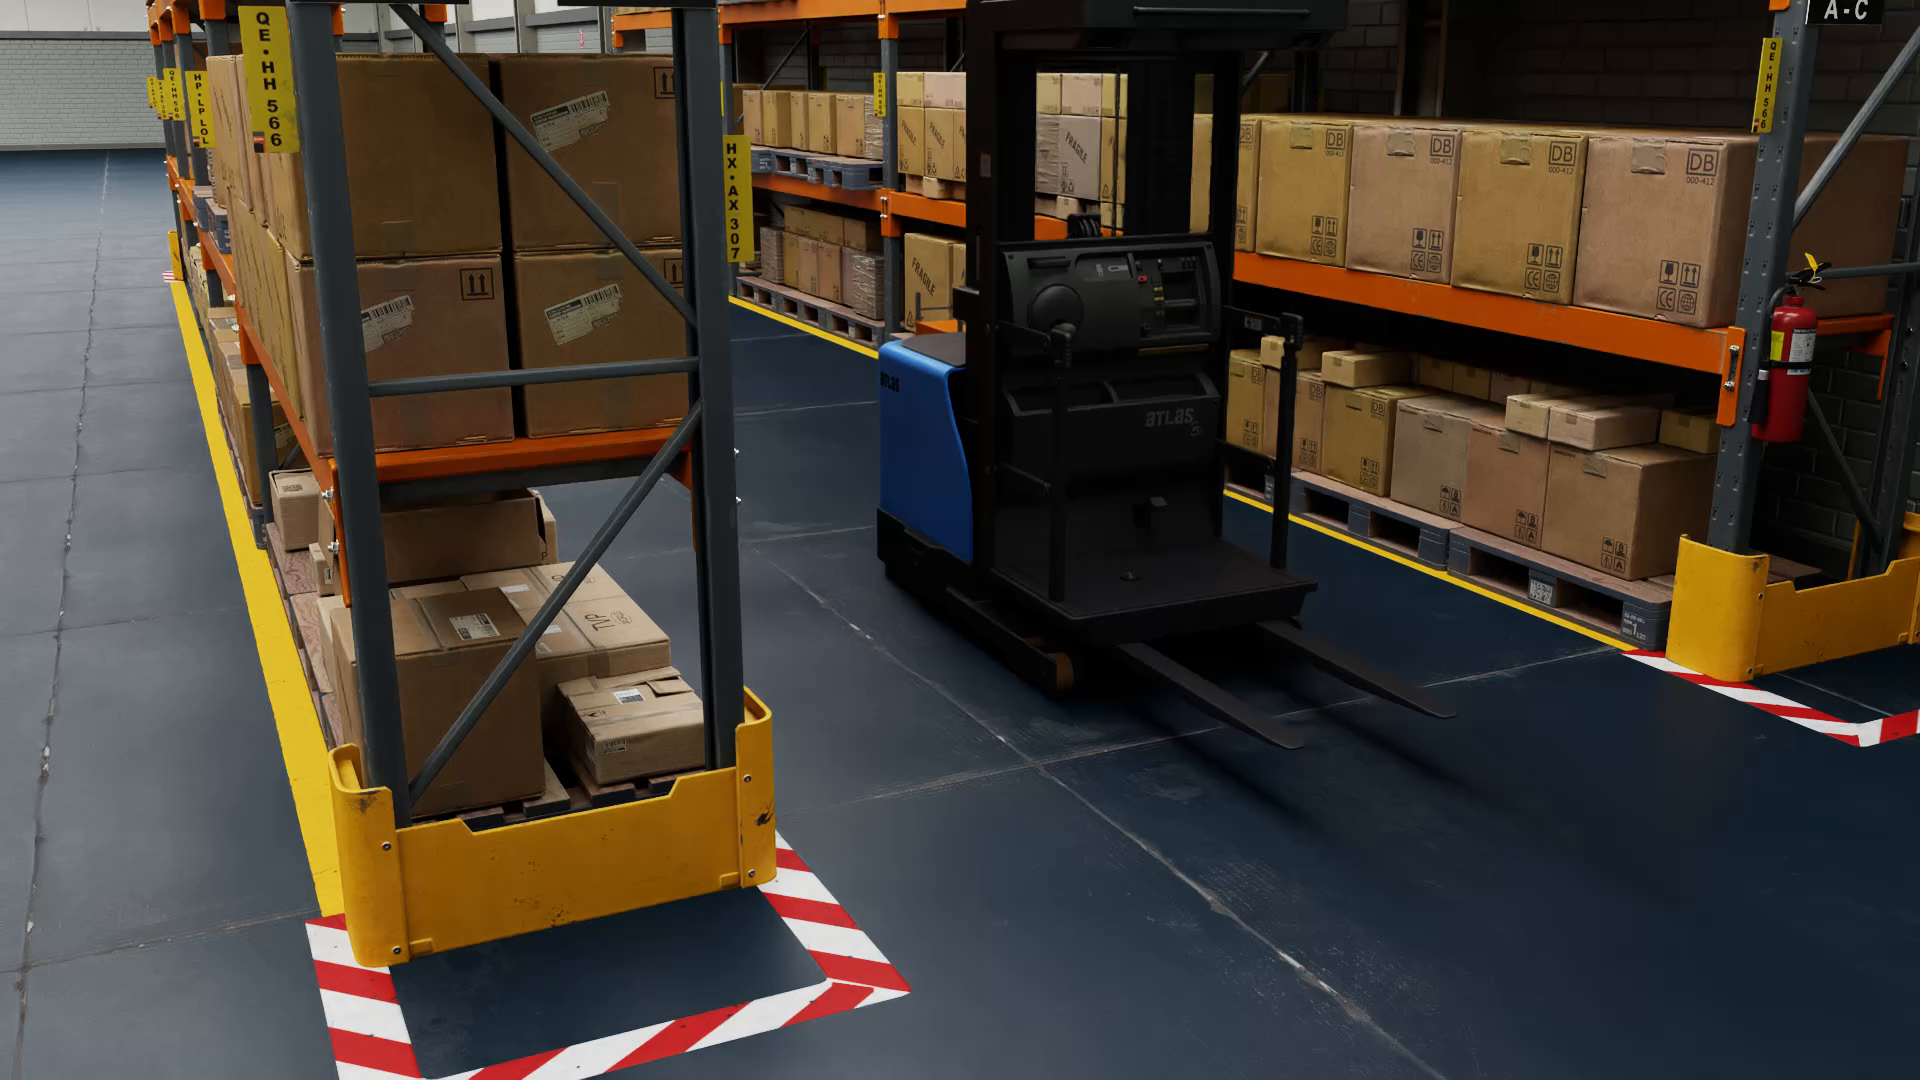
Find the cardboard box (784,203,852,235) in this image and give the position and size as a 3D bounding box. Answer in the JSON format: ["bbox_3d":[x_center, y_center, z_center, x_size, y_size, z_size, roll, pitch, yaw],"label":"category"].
[{"bbox_3d":[-1.352,-3.067,15.874,0.500,0.250,0.500,-8,18,-26],"label":"cardboard box"}]

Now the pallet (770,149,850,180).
[{"bbox_3d":[-1.037,-3.387,14.964,1.003,0.211,1.213,-8,18,-25],"label":"pallet"}]

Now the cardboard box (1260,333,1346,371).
[{"bbox_3d":[1.841,-1.009,8.924,0.380,0.149,0.250,-7,17,-23],"label":"cardboard box"}]

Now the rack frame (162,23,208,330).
[{"bbox_3d":[-6.337,-3.386,14.612,1.000,3.000,0.127,-8,18,-25],"label":"rack frame"}]

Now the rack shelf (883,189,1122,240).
[{"bbox_3d":[0.743,-2.152,11.616,1.077,0.370,4.000,-8,18,-25],"label":"rack shelf"}]

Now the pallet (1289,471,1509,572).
[{"bbox_3d":[2.421,-0.161,8.428,1.003,0.211,1.213,-8,18,-25],"label":"pallet"}]

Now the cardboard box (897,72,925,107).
[{"bbox_3d":[-0.153,-3.404,12.558,0.500,0.250,0.500,-7,18,-24],"label":"cardboard box"}]

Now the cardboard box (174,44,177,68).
[{"bbox_3d":[-7.196,-4.540,16.101,0.700,0.500,0.500,-8,18,-25],"label":"cardboard box"}]

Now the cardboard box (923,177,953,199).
[{"bbox_3d":[-0.054,-2.633,12.408,0.380,0.149,0.250,-7,17,-23],"label":"cardboard box"}]

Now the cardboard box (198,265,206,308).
[{"bbox_3d":[-5.705,-2.022,13.066,0.500,0.311,0.500,-7,17,-23],"label":"cardboard box"}]

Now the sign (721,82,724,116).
[{"bbox_3d":[-2.370,-4.334,16.346,0.100,0.325,0.005,-8,18,-25],"label":"sign"}]

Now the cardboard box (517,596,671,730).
[{"bbox_3d":[-1.282,0.407,5.583,0.500,0.250,0.500,-8,18,-25],"label":"cardboard box"}]

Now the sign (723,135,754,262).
[{"bbox_3d":[-0.592,-0.892,4.352,0.100,0.325,0.005,-8,18,-25],"label":"sign"}]

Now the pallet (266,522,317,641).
[{"bbox_3d":[-2.532,0.109,7.490,1.003,0.211,1.213,-8,18,-25],"label":"pallet"}]

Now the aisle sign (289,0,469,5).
[{"bbox_3d":[-1.325,-1.606,3.697,0.394,0.787,0.004,-8,18,-25],"label":"aisle sign"}]

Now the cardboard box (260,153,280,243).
[{"bbox_3d":[-1.744,-1.141,4.796,0.500,0.500,0.500,-7,17,-23],"label":"cardboard box"}]

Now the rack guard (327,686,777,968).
[{"bbox_3d":[-1.113,0.772,4.654,1.175,0.500,0.348,-8,18,-25],"label":"rack guard"}]

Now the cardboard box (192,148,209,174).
[{"bbox_3d":[-6.537,-3.543,14.979,0.700,0.500,0.500,-8,18,-26],"label":"cardboard box"}]

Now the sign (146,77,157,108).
[{"bbox_3d":[-8.591,-4.766,17.709,0.100,0.325,0.005,-8,18,-25],"label":"sign"}]

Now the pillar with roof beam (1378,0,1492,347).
[{"bbox_3d":[-1.166,-4.296,6.908,9.100,9.000,0.400,-8,18,-25],"label":"pillar with roof beam"}]

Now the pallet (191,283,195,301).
[{"bbox_3d":[-7.186,-2.551,16.757,1.003,0.211,1.213,-8,18,-25],"label":"pallet"}]

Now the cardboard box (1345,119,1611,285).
[{"bbox_3d":[2.485,-1.649,8.014,0.980,0.700,0.700,-9,18,-28],"label":"cardboard box"}]

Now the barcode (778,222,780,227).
[{"bbox_3d":[-1.906,-3.312,17.509,0.001,0.075,0.075,-8,18,-25],"label":"barcode"}]

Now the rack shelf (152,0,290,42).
[{"bbox_3d":[-5.460,-3.986,12.569,1.077,0.370,4.000,-8,18,-25],"label":"rack shelf"}]

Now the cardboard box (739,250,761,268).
[{"bbox_3d":[-2.147,-2.964,17.481,0.380,0.166,0.250,-10,19,-32],"label":"cardboard box"}]

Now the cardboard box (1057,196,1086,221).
[{"bbox_3d":[0.843,-2.128,10.648,0.380,0.149,0.250,-8,18,-25],"label":"cardboard box"}]

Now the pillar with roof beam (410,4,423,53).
[{"bbox_3d":[-16.937,-13.223,38.014,9.100,9.000,0.400,-8,18,-25],"label":"pillar with roof beam"}]

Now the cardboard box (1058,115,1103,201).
[{"bbox_3d":[0.958,-2.412,10.460,0.500,0.500,0.500,-7,18,-24],"label":"cardboard box"}]

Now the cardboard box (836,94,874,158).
[{"bbox_3d":[-0.617,-3.504,14.044,0.700,0.500,0.500,-10,19,-30],"label":"cardboard box"}]

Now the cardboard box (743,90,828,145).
[{"bbox_3d":[-1.693,-4.115,16.172,0.700,0.500,0.500,-8,18,-25],"label":"cardboard box"}]

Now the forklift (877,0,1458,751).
[{"bbox_3d":[0.694,-0.961,6.287,1.130,2.935,3.031,-7,18,-24],"label":"forklift"}]

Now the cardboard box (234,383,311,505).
[{"bbox_3d":[-3.306,-0.500,8.289,0.500,0.500,0.500,-8,18,-25],"label":"cardboard box"}]

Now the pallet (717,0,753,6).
[{"bbox_3d":[-1.711,-5.171,15.735,1.213,0.211,1.003,-8,18,-25],"label":"pallet"}]

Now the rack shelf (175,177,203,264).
[{"bbox_3d":[-5.460,-2.544,12.983,1.077,0.370,4.000,-8,18,-25],"label":"rack shelf"}]

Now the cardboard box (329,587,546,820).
[{"bbox_3d":[-1.539,0.474,4.893,0.500,0.500,0.500,-8,18,-25],"label":"cardboard box"}]

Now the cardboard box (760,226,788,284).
[{"bbox_3d":[-1.548,-2.815,16.356,0.700,0.500,0.500,-7,17,-23],"label":"cardboard box"}]

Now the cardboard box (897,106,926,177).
[{"bbox_3d":[-0.150,-3.043,12.660,0.500,0.500,0.500,-7,17,-23],"label":"cardboard box"}]

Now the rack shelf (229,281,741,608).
[{"bbox_3d":[-1.956,-0.561,6.070,1.077,0.370,4.000,-8,18,-25],"label":"rack shelf"}]

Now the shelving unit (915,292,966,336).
[{"bbox_3d":[-0.002,-0.581,8.102,0.258,1.200,0.503,-7,18,-24],"label":"shelving unit"}]

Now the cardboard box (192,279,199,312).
[{"bbox_3d":[-6.383,-2.136,14.480,0.500,0.250,0.500,-8,18,-26],"label":"cardboard box"}]

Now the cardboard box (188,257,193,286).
[{"bbox_3d":[-7.179,-2.602,16.104,0.500,0.250,0.500,-8,18,-25],"label":"cardboard box"}]

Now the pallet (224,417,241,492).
[{"bbox_3d":[-3.761,-0.562,9.826,1.003,0.211,1.213,-8,18,-25],"label":"pallet"}]

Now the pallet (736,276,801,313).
[{"bbox_3d":[-1.543,-2.452,16.414,1.003,0.211,1.213,-8,18,-25],"label":"pallet"}]

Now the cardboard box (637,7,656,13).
[{"bbox_3d":[-3.282,-6.098,18.407,0.500,0.500,0.500,-7,17,-22],"label":"cardboard box"}]

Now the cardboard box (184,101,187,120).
[{"bbox_3d":[-6.648,-3.787,14.653,0.380,0.149,0.250,-8,18,-25],"label":"cardboard box"}]

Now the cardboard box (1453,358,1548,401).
[{"bbox_3d":[2.653,-0.791,8.163,0.380,0.149,0.250,-7,18,-24],"label":"cardboard box"}]

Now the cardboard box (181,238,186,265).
[{"bbox_3d":[-8.054,-3.098,17.832,0.500,0.250,0.500,-8,18,-25],"label":"cardboard box"}]

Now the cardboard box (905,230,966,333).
[{"bbox_3d":[0.071,-1.964,12.793,0.750,0.750,0.750,-8,18,-26],"label":"cardboard box"}]

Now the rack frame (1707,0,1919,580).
[{"bbox_3d":[3.372,-1.010,6.332,1.000,3.000,0.127,-8,18,-25],"label":"rack frame"}]

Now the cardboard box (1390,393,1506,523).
[{"bbox_3d":[2.535,-0.421,8.049,0.700,0.500,0.500,-8,18,-27],"label":"cardboard box"}]

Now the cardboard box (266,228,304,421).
[{"bbox_3d":[-1.751,-0.665,4.948,0.500,0.500,0.500,-7,18,-24],"label":"cardboard box"}]

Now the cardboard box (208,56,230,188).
[{"bbox_3d":[-2.652,-1.652,6.576,0.500,0.500,0.500,-8,18,-27],"label":"cardboard box"}]

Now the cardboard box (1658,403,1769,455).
[{"bbox_3d":[3.210,-0.477,7.069,0.380,0.149,0.250,-8,18,-25],"label":"cardboard box"}]

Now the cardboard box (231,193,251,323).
[{"bbox_3d":[-2.626,-1.165,6.689,0.500,0.500,0.500,-7,18,-24],"label":"cardboard box"}]

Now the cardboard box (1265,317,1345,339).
[{"bbox_3d":[1.970,-1.176,9.505,0.380,0.149,0.250,-8,18,-25],"label":"cardboard box"}]

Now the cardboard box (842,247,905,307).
[{"bbox_3d":[-0.616,-2.318,14.623,0.700,0.500,0.500,-8,18,-25],"label":"cardboard box"}]

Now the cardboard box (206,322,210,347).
[{"bbox_3d":[-5.481,-1.628,12.708,0.500,0.250,0.500,-7,18,-24],"label":"cardboard box"}]

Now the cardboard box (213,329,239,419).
[{"bbox_3d":[-4.192,-1.003,10.041,0.500,0.500,0.500,-8,18,-26],"label":"cardboard box"}]
